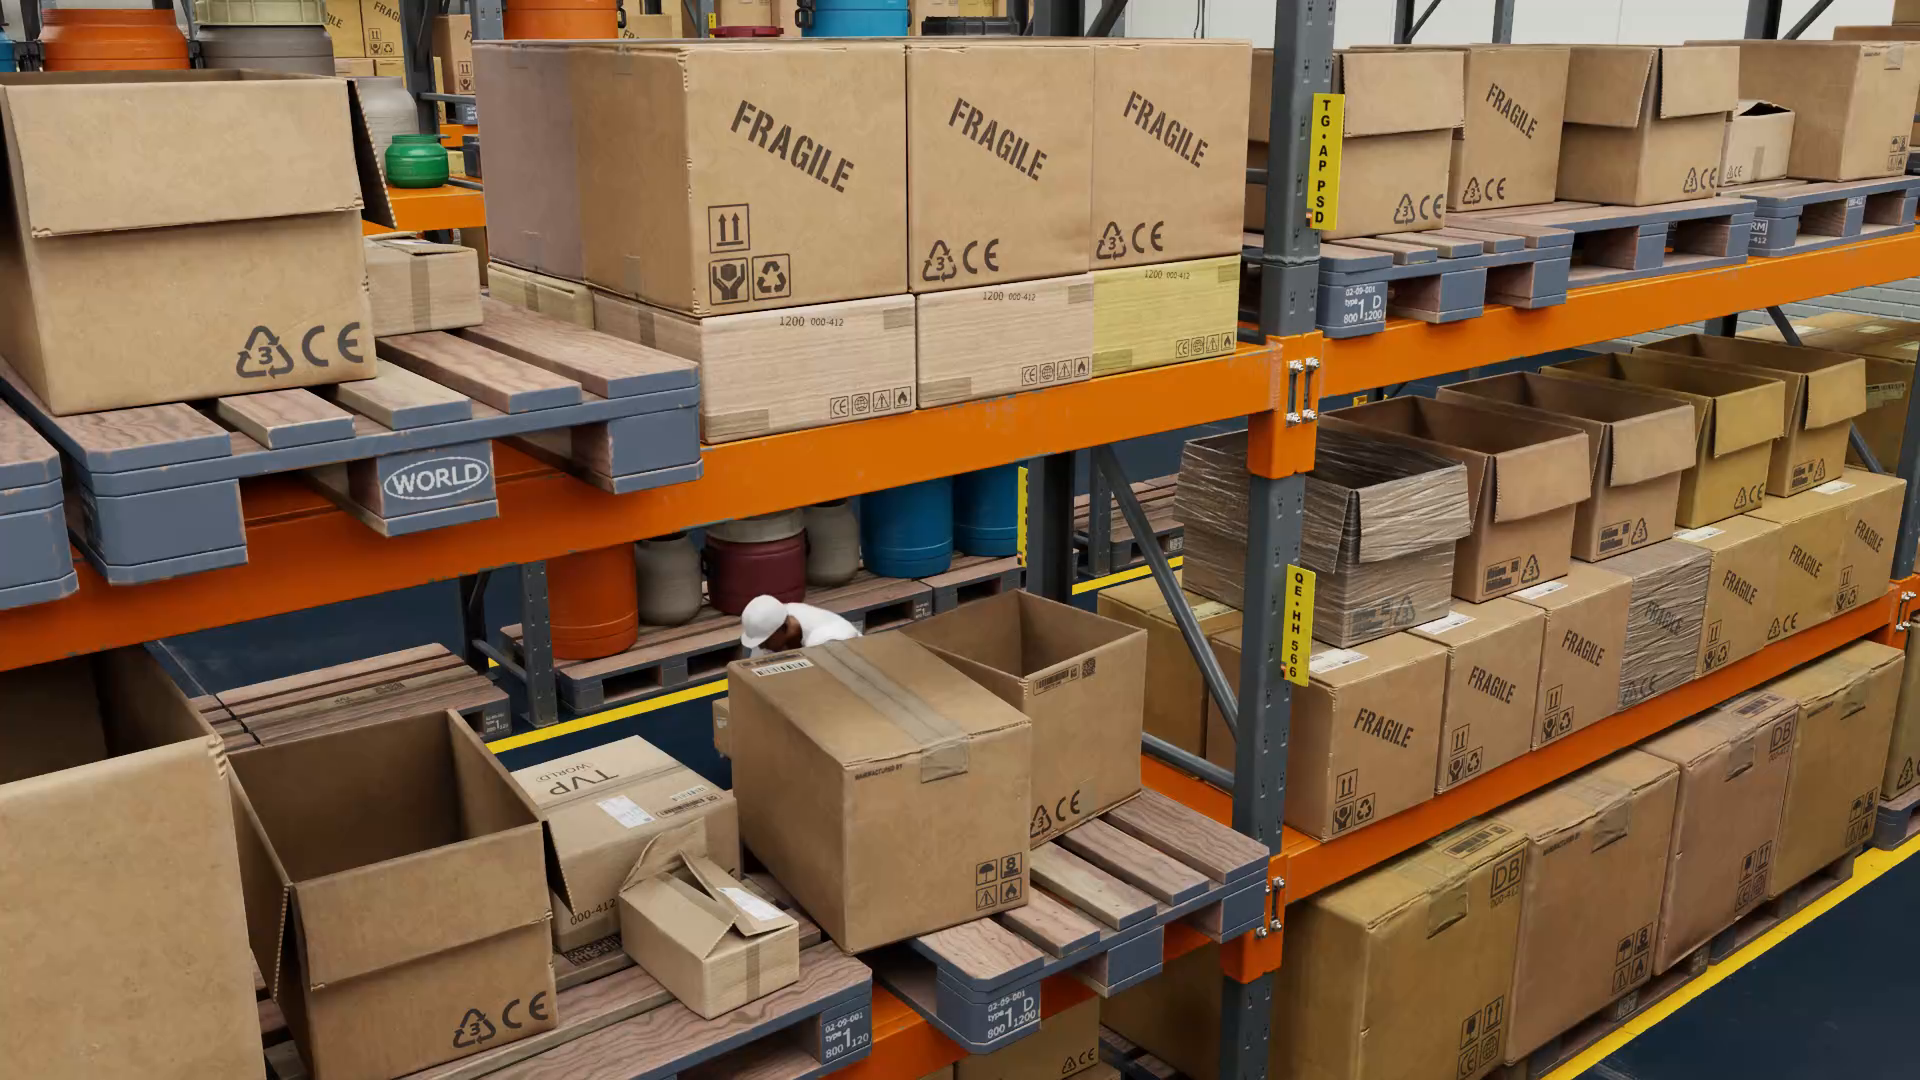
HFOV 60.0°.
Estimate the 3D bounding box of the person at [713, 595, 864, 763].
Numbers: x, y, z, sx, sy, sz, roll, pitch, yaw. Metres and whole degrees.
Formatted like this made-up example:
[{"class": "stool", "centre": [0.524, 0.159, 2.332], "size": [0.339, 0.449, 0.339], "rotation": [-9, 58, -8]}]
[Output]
[{"class": "person", "centre": [-0.744, 0.667, 8.160], "size": [0.903, 0.968, 0.565], "rotation": [-14, 22, -37]}]
